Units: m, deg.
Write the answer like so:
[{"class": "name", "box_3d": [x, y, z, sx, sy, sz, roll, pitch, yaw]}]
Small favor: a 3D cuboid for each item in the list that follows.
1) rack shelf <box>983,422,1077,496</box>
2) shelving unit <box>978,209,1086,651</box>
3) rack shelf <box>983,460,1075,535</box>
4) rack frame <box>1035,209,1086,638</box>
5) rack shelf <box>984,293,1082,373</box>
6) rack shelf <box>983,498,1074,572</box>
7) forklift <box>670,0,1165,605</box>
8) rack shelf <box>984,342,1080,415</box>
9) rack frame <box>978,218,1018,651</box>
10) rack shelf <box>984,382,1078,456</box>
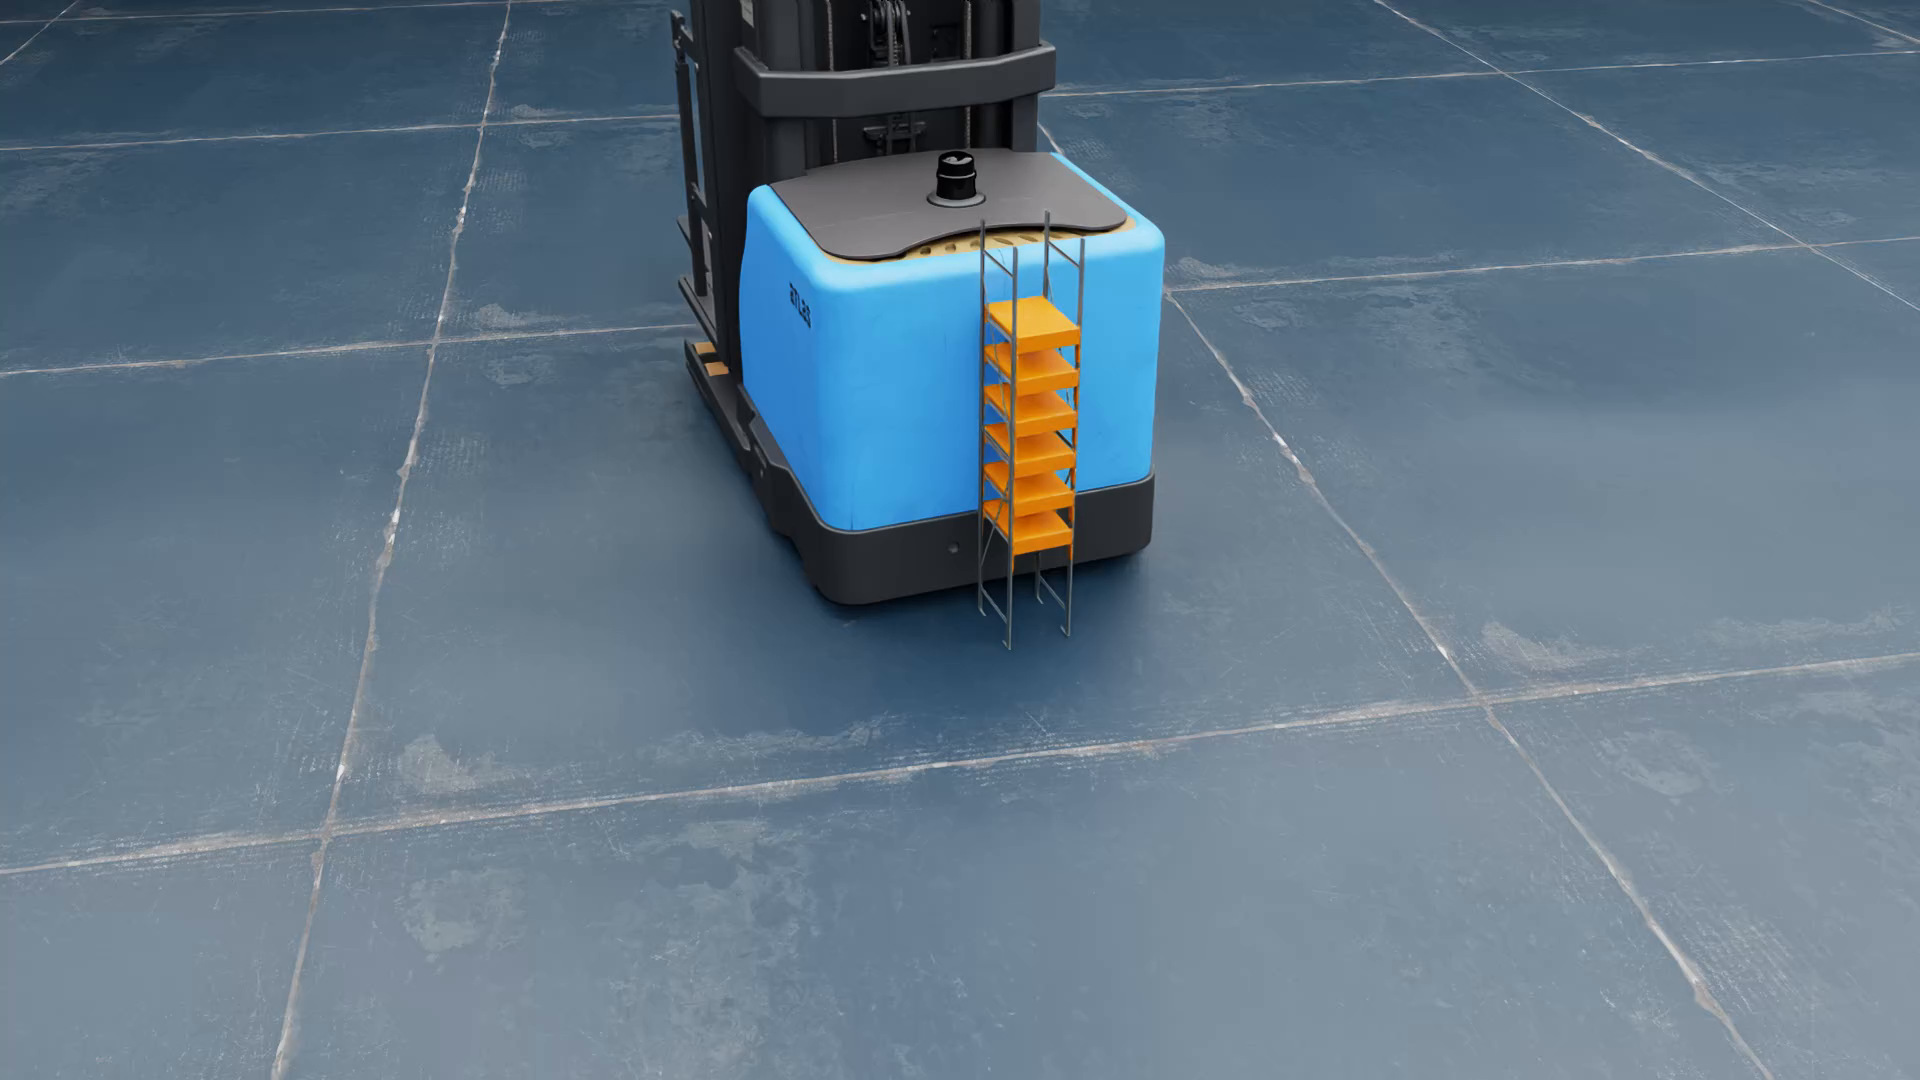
[{"class": "rack shelf", "box_3d": [0.184, -0.237, 4.557, 0.180, 0.103, 0.258, -11, 32, -18]}, {"class": "shelving unit", "box_3d": [0.184, -0.275, 4.534, 0.189, 1.200, 0.258, -11, 32, -18]}, {"class": "rack shelf", "box_3d": [0.184, -0.133, 4.617, 0.180, 0.103, 0.258, -11, 32, -18]}, {"class": "rack frame", "box_3d": [0.269, -0.292, 4.563, 0.006, 1.200, 0.240, -11, 32, -18]}, {"class": "rack shelf", "box_3d": [0.184, -0.547, 4.374, 0.180, 0.103, 0.258, -11, 32, -18]}, {"class": "rack shelf", "box_3d": [0.184, -0.030, 4.678, 0.180, 0.103, 0.258, -11, 32, -18]}, {"class": "forklift", "box_3d": [-0.389, -1.811, 5.437, 1.130, 2.935, 3.031, -10, 32, -17]}, {"class": "rack shelf", "box_3d": [0.184, -0.444, 4.435, 0.180, 0.103, 0.258, -11, 32, -18]}, {"class": "rack frame", "box_3d": [0.098, -0.258, 4.506, 0.006, 1.200, 0.240, -11, 32, -18]}, {"class": "rack shelf", "box_3d": [0.184, -0.340, 4.496, 0.180, 0.103, 0.258, -11, 32, -18]}]
